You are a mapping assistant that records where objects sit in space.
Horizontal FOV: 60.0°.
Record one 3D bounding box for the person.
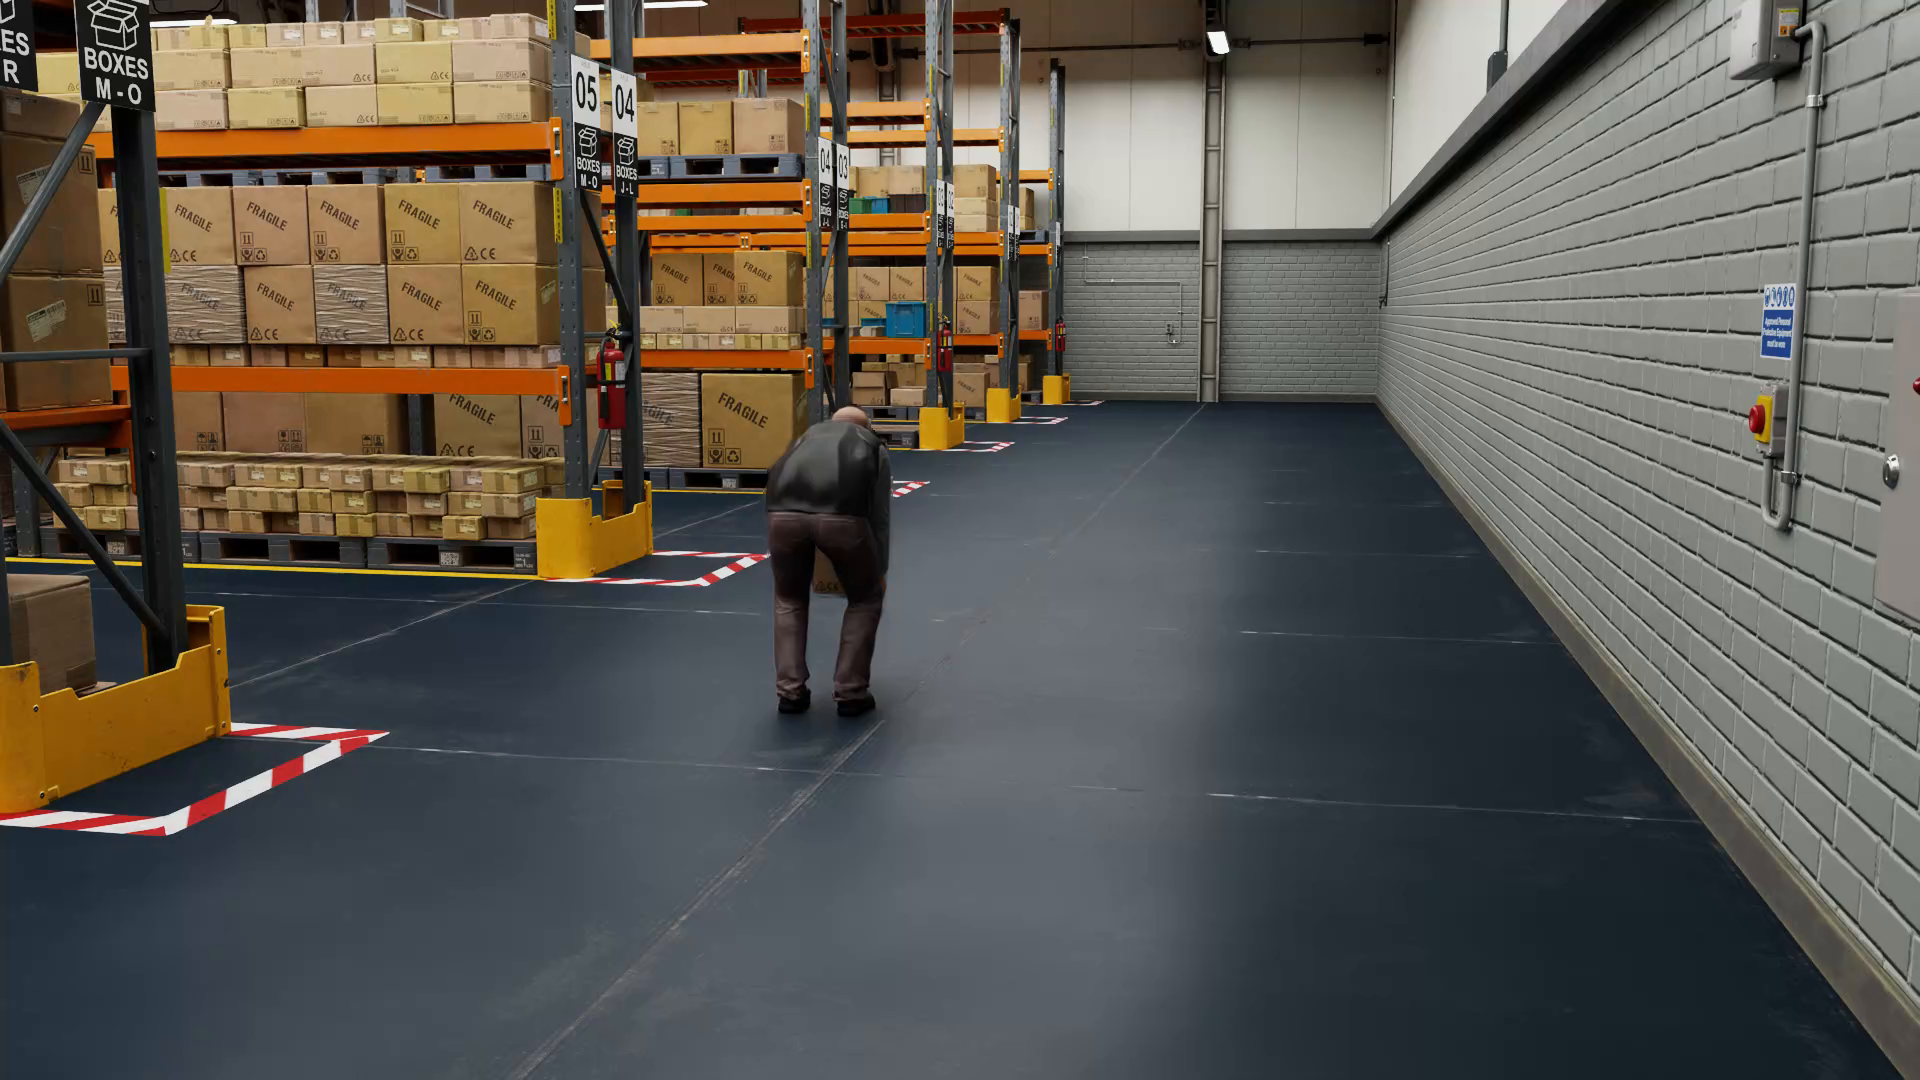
[{"bbox_3d":[-0.543,0.070,7.143,0.475,1.245,0.918,1,8,9],"label":"person"}]
